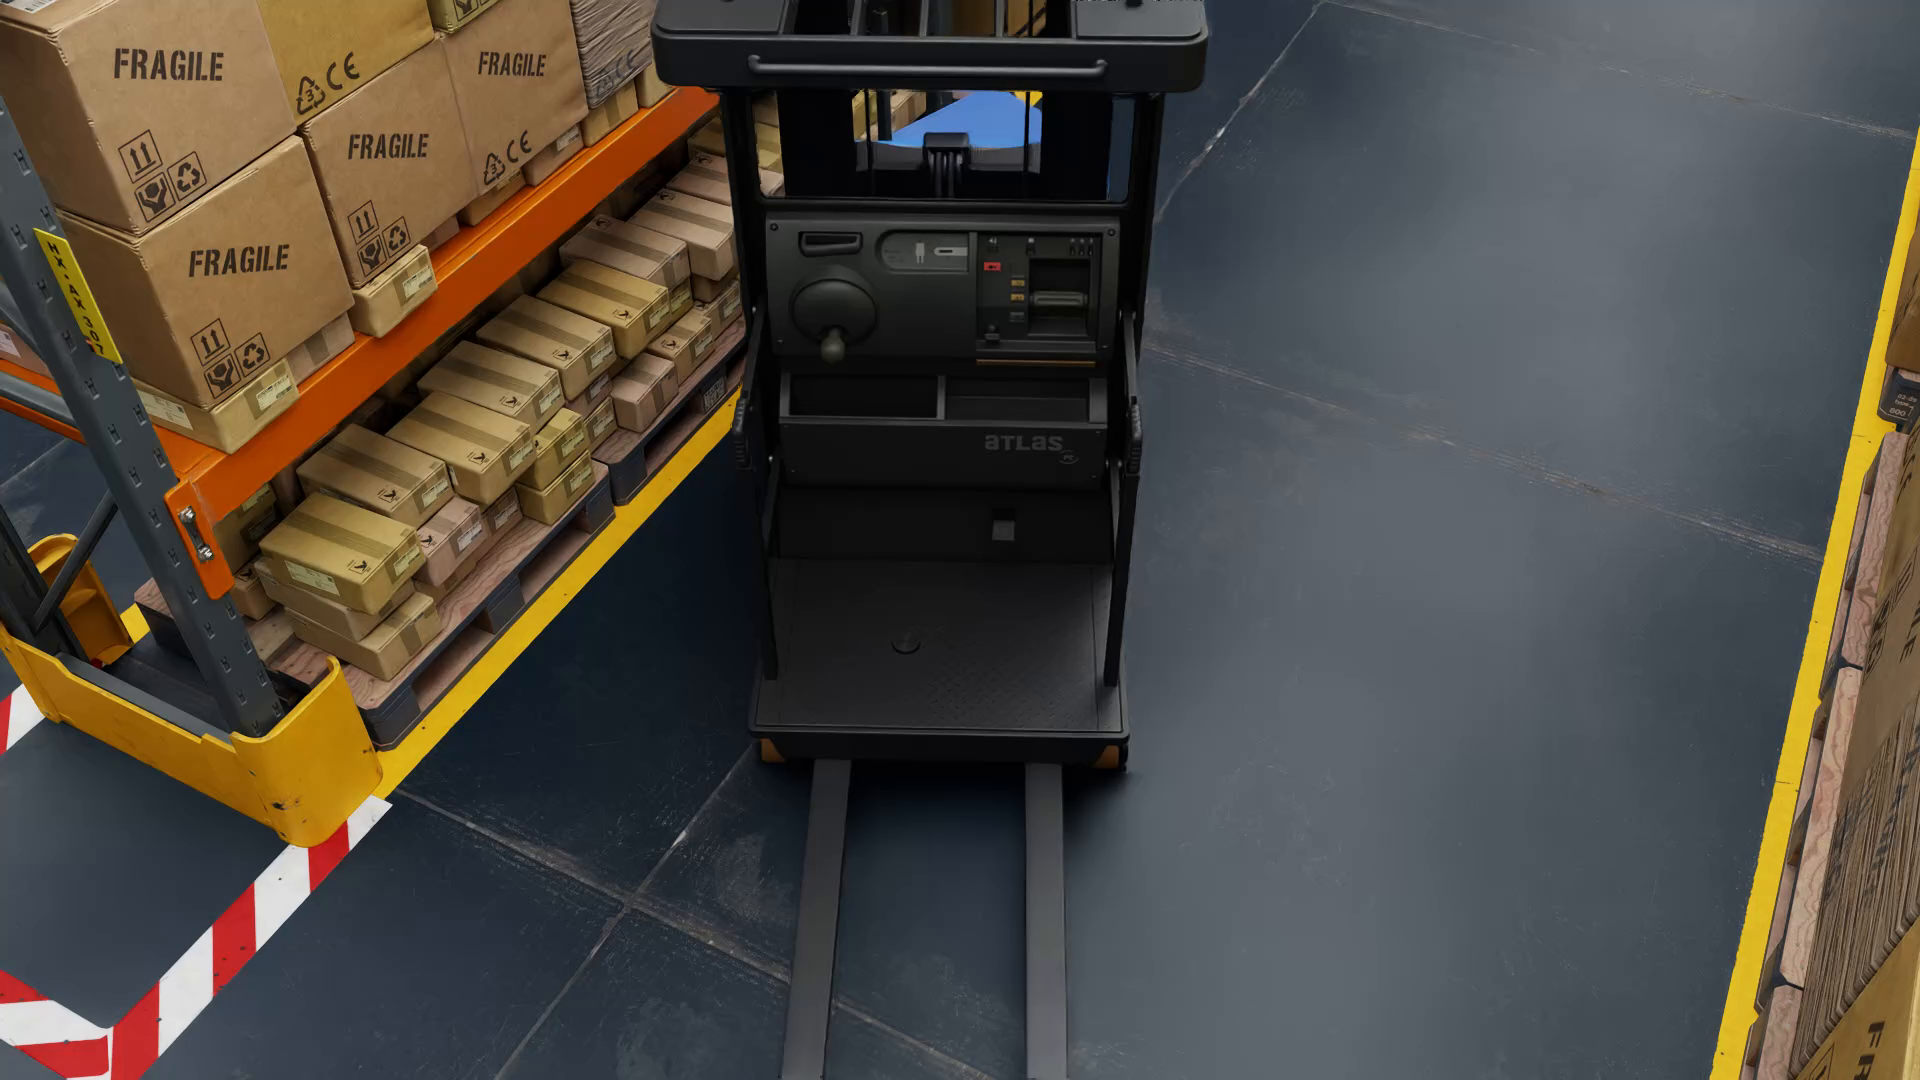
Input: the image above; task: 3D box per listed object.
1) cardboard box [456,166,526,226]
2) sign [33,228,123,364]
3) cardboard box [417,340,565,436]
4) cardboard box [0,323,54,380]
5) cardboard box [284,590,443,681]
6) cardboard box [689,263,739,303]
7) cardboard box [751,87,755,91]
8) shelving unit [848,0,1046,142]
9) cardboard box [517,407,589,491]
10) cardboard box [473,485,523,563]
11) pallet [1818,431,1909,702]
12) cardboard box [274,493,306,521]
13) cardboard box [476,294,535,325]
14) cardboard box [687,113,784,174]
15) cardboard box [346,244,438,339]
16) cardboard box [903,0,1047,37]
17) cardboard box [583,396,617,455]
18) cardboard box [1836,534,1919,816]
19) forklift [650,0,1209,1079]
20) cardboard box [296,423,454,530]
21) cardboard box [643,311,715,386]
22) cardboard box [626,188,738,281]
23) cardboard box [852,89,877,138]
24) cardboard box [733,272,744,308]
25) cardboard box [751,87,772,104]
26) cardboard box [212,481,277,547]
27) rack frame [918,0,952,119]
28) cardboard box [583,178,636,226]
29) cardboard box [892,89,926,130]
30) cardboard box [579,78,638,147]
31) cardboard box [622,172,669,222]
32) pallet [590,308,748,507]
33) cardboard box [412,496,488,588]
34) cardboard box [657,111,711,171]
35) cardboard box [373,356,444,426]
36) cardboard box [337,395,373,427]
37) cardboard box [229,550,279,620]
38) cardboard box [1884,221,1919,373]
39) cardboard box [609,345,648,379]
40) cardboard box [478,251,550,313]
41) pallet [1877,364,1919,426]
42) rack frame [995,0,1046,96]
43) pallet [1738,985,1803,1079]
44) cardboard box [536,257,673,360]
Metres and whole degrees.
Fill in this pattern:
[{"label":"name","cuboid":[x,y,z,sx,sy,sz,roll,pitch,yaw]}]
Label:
[{"label":"cardboard box","cuboid":[-1.518,-1.096,4.900,0.380,0.149,0.250,20,49,19]},{"label":"sign","cuboid":[-1.878,-0.516,3.542,0.100,0.325,0.005,20,49,19]},{"label":"cardboard box","cuboid":[-1.521,-0.477,5.403,0.380,0.149,0.250,18,48,17]},{"label":"cardboard box","cuboid":[-2.458,-0.601,4.412,0.380,0.149,0.250,21,49,19]},{"label":"cardboard box","cuboid":[-1.832,0.239,5.114,0.380,0.149,0.250,21,49,20]},{"label":"cardboard box","cuboid":[-1.037,-1.054,6.182,0.380,0.149,0.250,18,48,17]},{"label":"cardboard box","cuboid":[-1.026,-1.963,6.872,0.380,0.149,0.250,23,50,21]},{"label":"shelving unit","cuboid":[-0.045,-1.534,6.211,1.048,1.500,0.538,-34,55,-29]},{"label":"cardboard box","cuboid":[-1.461,-0.349,5.486,0.380,0.149,0.250,22,49,20]},{"label":"cardboard box","cuboid":[-1.674,-0.111,5.460,0.380,0.149,0.250,21,49,19]},{"label":"pallet","cuboid":[3.422,0.224,5.380,1.003,0.211,1.213,20,49,19]},{"label":"cardboard box","cuboid":[-2.198,-0.215,5.353,0.380,0.149,0.250,19,48,18]},{"label":"cardboard box","cuboid":[-1.763,-0.881,6.012,0.380,0.149,0.250,23,50,21]},{"label":"cardboard box","cuboid":[-0.819,-1.484,6.399,0.380,0.149,0.250,22,49,20]},{"label":"cardboard box","cuboid":[-1.664,-0.724,4.533,0.380,0.149,0.250,19,48,18]},{"label":"cardboard box","cuboid":[0.076,-2.558,7.631,0.500,0.500,0.500,22,49,21]},{"label":"cardboard box","cuboid":[-1.424,-0.428,5.774,0.380,0.149,0.250,21,49,19]},{"label":"cardboard box","cuboid":[3.049,0.346,4.498,0.875,0.875,0.875,20,49,19]},{"label":"forklift","cuboid":[-0.050,-0.568,4.251,1.130,2.935,3.031,1,45,1]},{"label":"cardboard box","cuboid":[-1.793,-0.177,5.107,0.380,0.149,0.250,21,49,20]},{"label":"cardboard box","cuboid":[-1.126,-0.740,6.081,0.380,0.149,0.250,20,49,19]},{"label":"cardboard box","cuboid":[-0.977,-1.109,6.028,0.380,0.149,0.250,19,48,18]},{"label":"cardboard box","cuboid":[-0.520,-1.781,6.692,0.380,0.149,0.250,21,49,20]},{"label":"cardboard box","cuboid":[-0.863,-1.045,6.383,0.380,0.149,0.250,20,49,19]},{"label":"cardboard box","cuboid":[-0.992,-1.849,6.969,0.380,0.149,0.250,21,49,19]},{"label":"cardboard box","cuboid":[-2.338,-0.163,5.093,0.380,0.149,0.250,21,49,19]},{"label":"rack frame","cuboid":[-0.502,-2.911,6.518,1.000,3.000,0.127,20,49,19]},{"label":"cardboard box","cuboid":[-1.444,-1.283,6.200,0.380,0.149,0.250,19,48,17]},{"label":"cardboard box","cuboid":[-0.367,-1.857,6.977,0.380,0.149,0.250,21,49,20]},{"label":"cardboard box","cuboid":[-1.239,-1.398,5.199,0.380,0.149,0.250,22,49,20]},{"label":"cardboard box","cuboid":[-1.349,-1.349,6.474,0.380,0.149,0.250,23,50,21]},{"label":"pallet","cuboid":[-1.348,-0.724,6.317,1.003,0.211,1.213,20,49,19]},{"label":"cardboard box","cuboid":[-1.711,-0.040,5.181,0.380,0.149,0.250,20,49,19]},{"label":"cardboard box","cuboid":[-1.200,-1.615,6.528,0.380,0.149,0.250,19,48,18]},{"label":"cardboard box","cuboid":[-1.911,-0.531,5.666,0.380,0.149,0.250,20,49,19]},{"label":"cardboard box","cuboid":[-2.162,-0.507,5.433,0.380,0.149,0.250,19,48,18]},{"label":"cardboard box","cuboid":[-2.299,0.063,5.288,0.380,0.149,0.250,21,49,20]},{"label":"cardboard box","cuboid":[4.124,-1.020,5.848,1.225,0.875,0.875,21,49,19]},{"label":"cardboard box","cuboid":[-1.332,-0.732,5.865,0.380,0.149,0.250,23,50,21]},{"label":"cardboard box","cuboid":[-1.690,-0.966,5.887,0.380,0.149,0.250,19,48,18]},{"label":"pallet","cuboid":[4.136,-0.740,6.333,1.003,0.211,1.213,20,49,19]},{"label":"rack frame","cuboid":[0.320,-1.785,6.460,0.032,1.500,0.500,-34,55,-29]},{"label":"pallet","cuboid":[2.289,1.761,3.861,1.003,0.211,1.213,20,49,19]},{"label":"cardboard box","cuboid":[-1.221,-0.799,5.722,0.380,0.149,0.250,21,49,20]}]
